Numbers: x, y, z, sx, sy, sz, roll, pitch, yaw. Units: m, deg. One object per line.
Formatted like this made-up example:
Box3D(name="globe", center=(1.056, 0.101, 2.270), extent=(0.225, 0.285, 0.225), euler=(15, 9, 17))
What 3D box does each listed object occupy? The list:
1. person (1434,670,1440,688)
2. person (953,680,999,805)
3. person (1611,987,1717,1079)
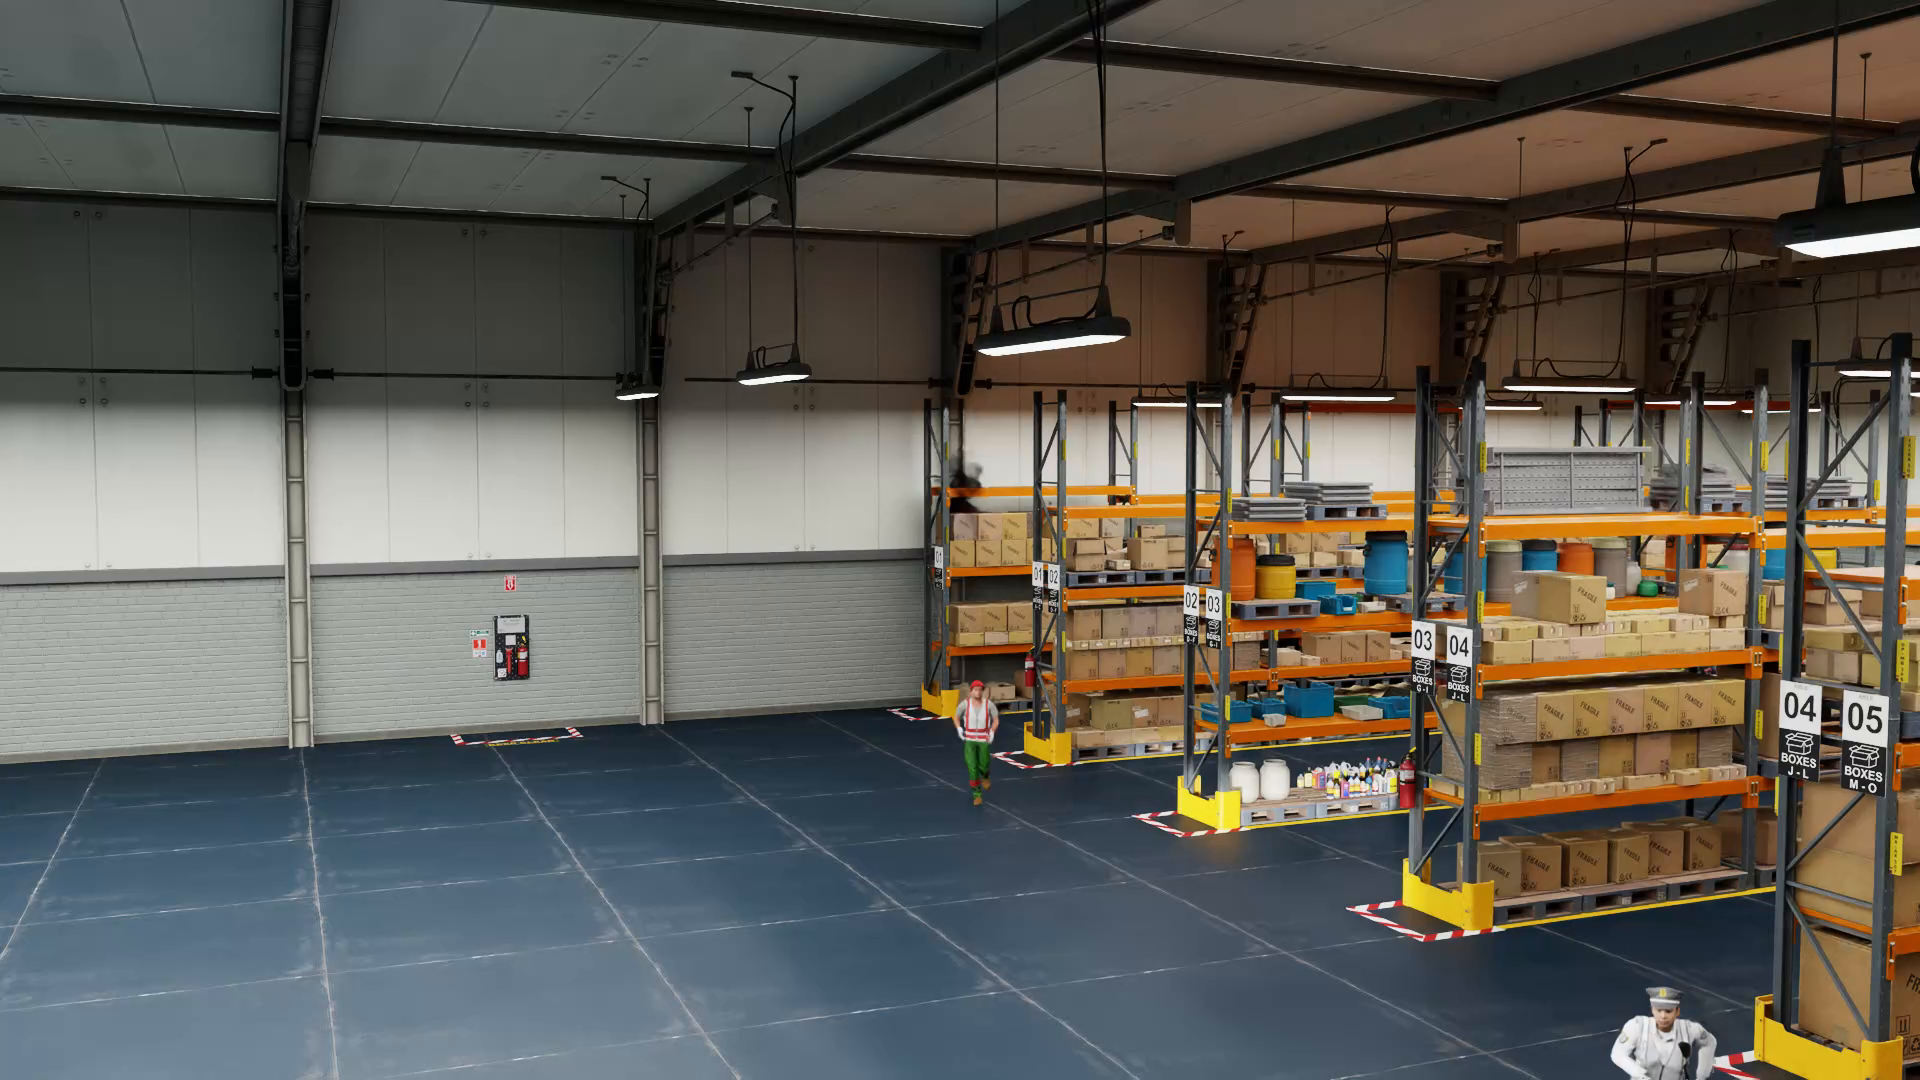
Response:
Box3D(name="person", center=(9.144, 2.402, 32.129), extent=(0.699, 1.737, 0.693), euler=(-1, 3, -15))
Box3D(name="person", center=(0.229, 2.885, 23.933), extent=(0.654, 1.762, 0.717), euler=(0, 3, 0))
Box3D(name="person", center=(4.630, 3.694, 10.953), extent=(0.612, 1.694, 1.009), euler=(2, 4, 30))
